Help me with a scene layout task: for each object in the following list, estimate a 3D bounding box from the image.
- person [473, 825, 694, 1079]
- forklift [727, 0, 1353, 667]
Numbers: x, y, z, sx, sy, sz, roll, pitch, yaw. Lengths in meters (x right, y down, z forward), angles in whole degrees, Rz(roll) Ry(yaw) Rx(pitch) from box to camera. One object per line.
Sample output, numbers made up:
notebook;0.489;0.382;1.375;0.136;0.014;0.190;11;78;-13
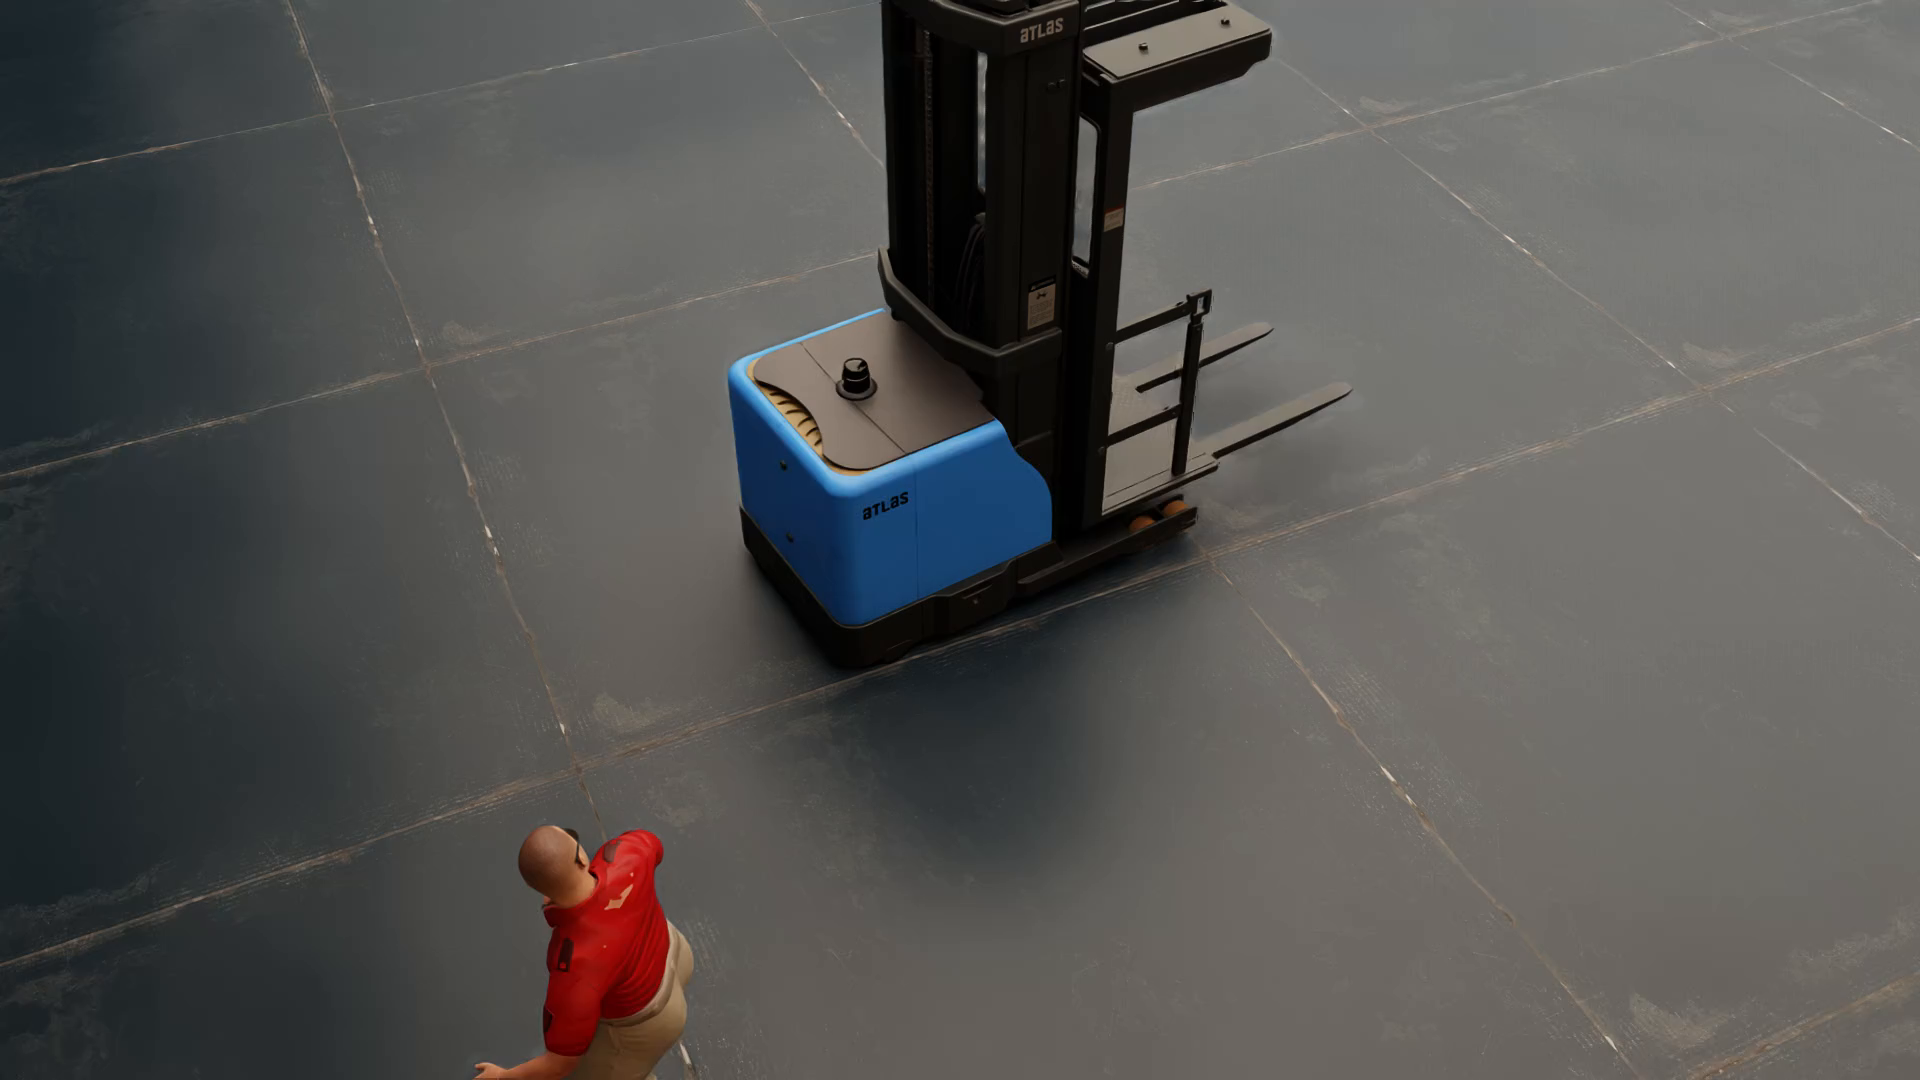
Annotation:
person;-1.136;1.429;5.103;0.604;1.684;0.775;2;43;2
forklift;0.511;-1.303;7.076;3.031;2.935;1.130;-24;48;-23
